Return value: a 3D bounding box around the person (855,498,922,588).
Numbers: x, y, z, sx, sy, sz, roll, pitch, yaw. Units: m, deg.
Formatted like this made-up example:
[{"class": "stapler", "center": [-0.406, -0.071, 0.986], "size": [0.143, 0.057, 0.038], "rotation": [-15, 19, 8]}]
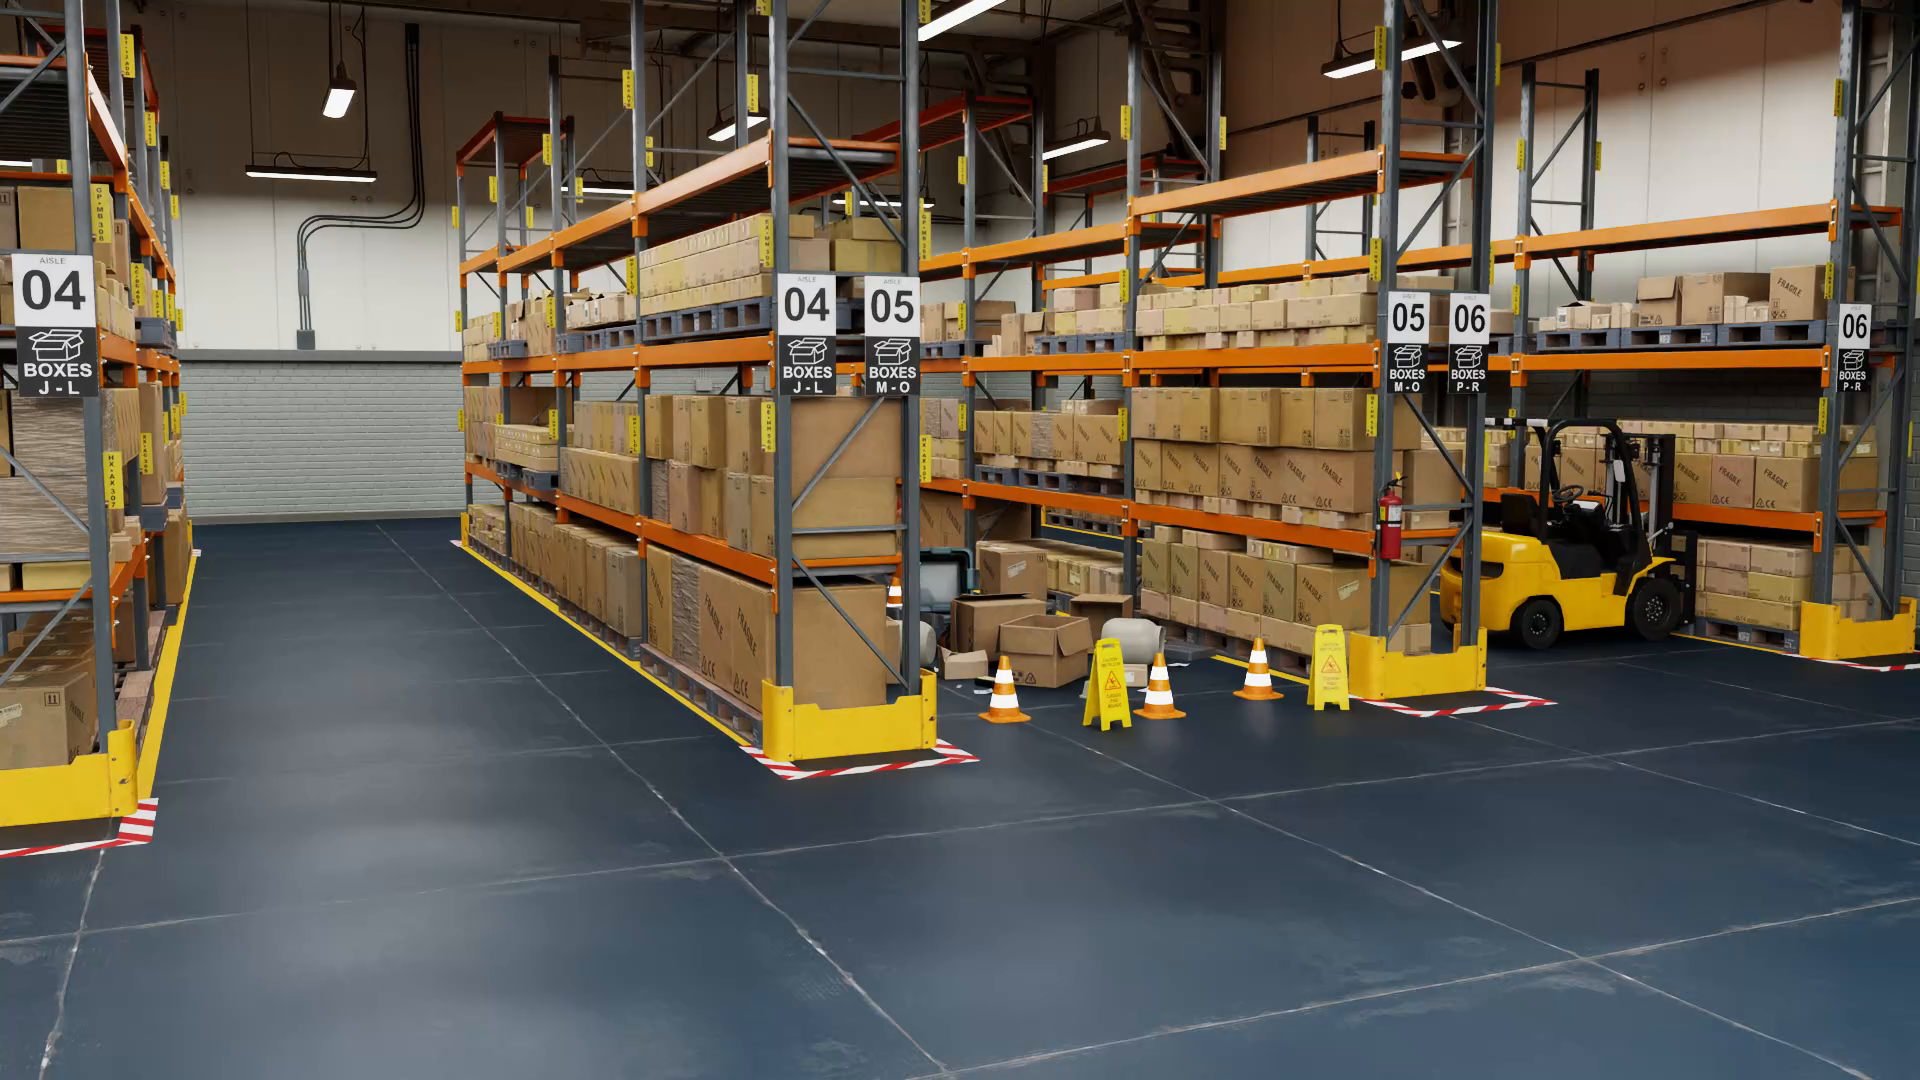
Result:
[{"class": "person", "center": [-0.863, -0.001, 17.511], "size": [1.075, 1.665, 0.525], "rotation": [-2, 6, -16]}]
